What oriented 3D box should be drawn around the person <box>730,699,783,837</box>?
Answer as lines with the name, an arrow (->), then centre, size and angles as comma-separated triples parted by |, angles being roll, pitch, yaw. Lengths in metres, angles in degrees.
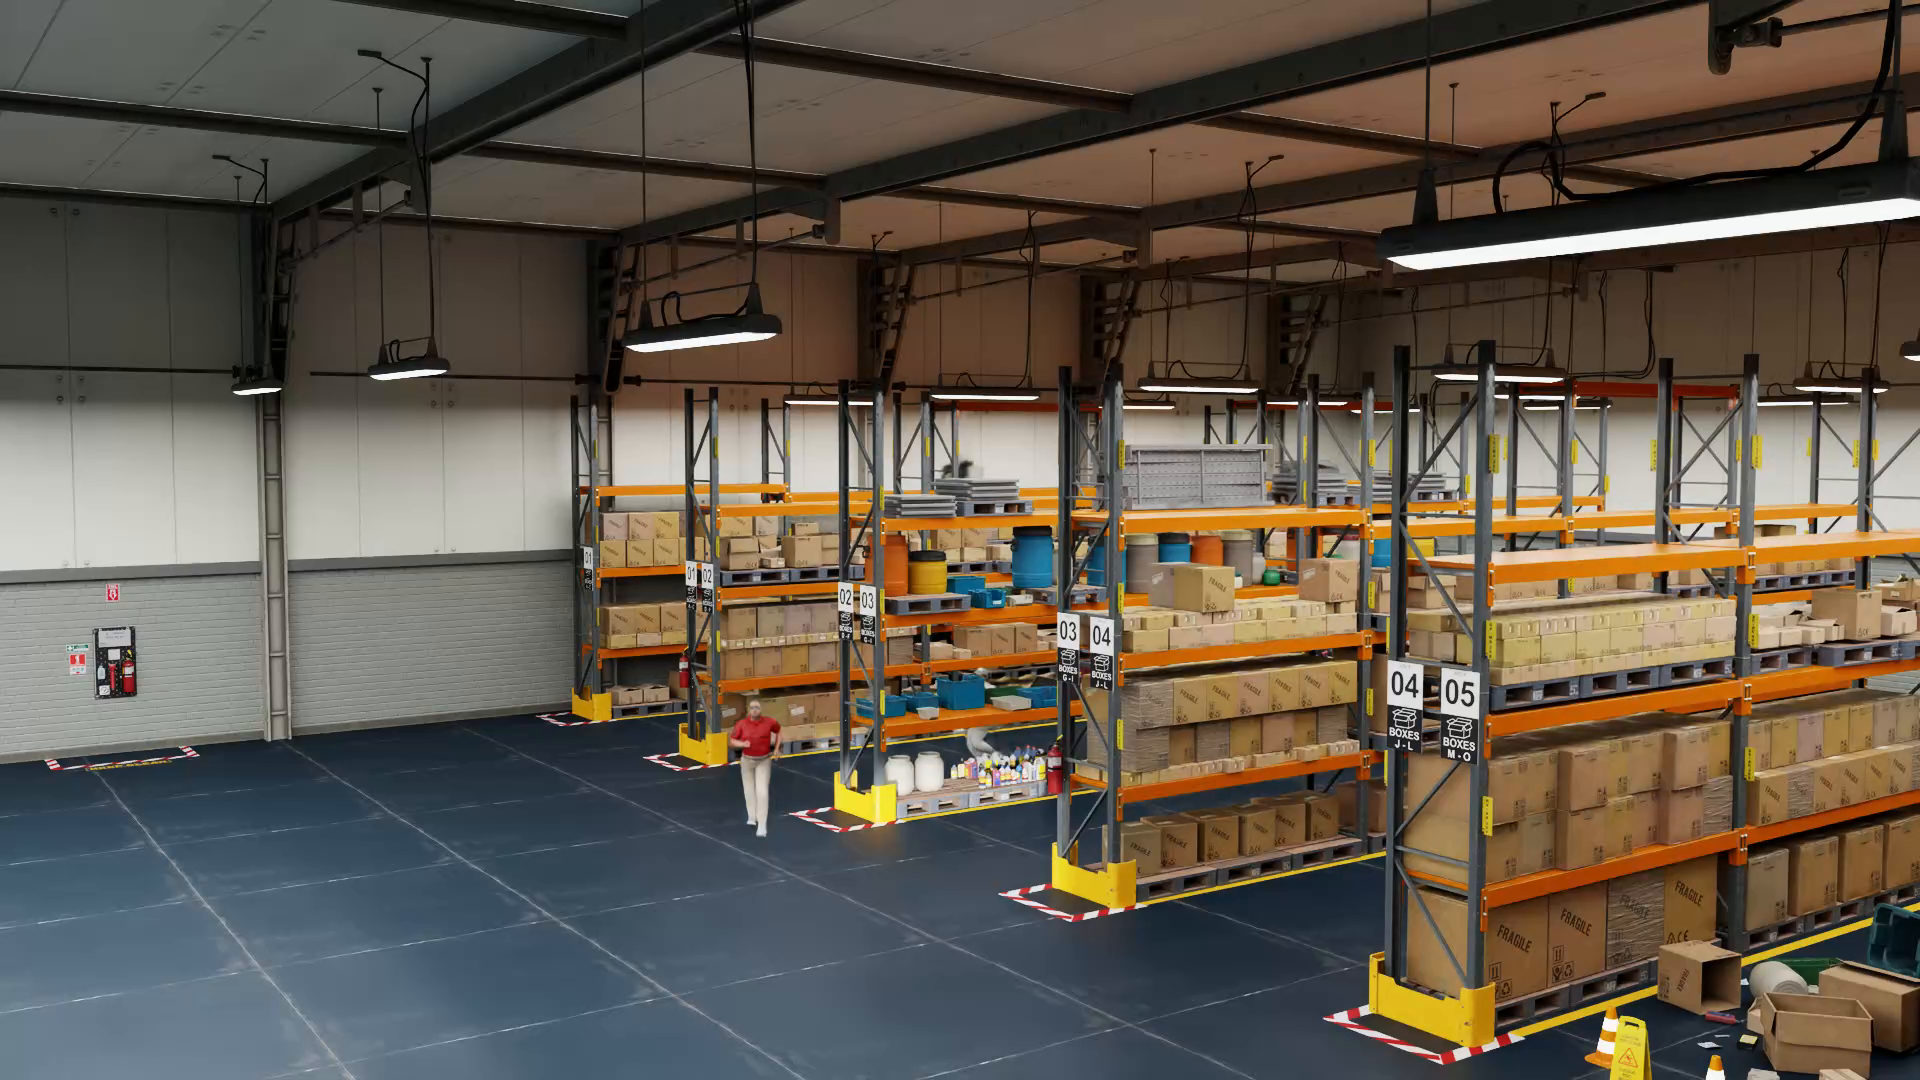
person -> -2.694, 2.988, 21.925 | 0.656, 1.790, 0.781 | 0, 3, 2

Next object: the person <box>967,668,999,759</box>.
person -> 0.299, 2.801, 25.896 | 0.565, 1.607, 0.601 | -2, 4, -35
